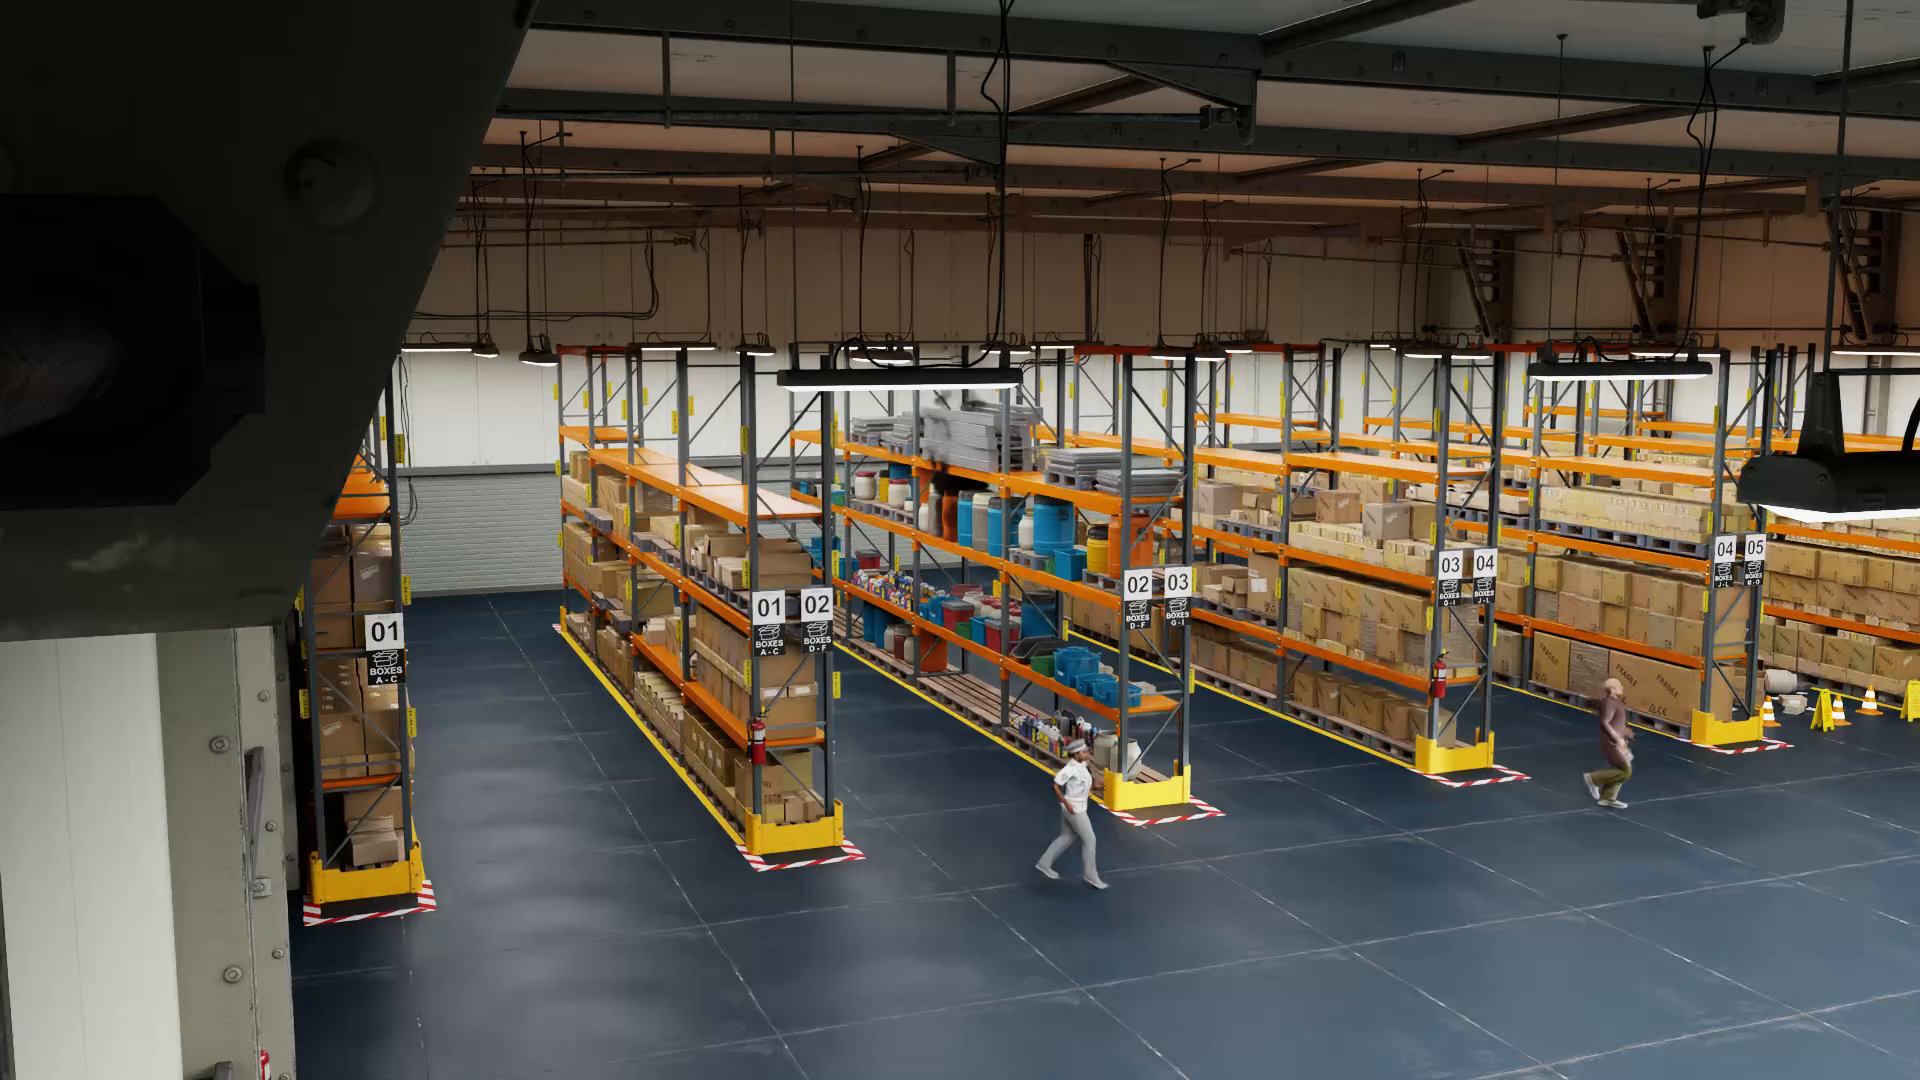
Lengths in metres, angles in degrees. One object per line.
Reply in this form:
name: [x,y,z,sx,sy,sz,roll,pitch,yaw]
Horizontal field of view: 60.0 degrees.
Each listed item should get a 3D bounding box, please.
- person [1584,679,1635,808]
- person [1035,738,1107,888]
person: [8.612,2.691,22.034,0.641,1.739,0.720,2,8,15]
person: [1.286,3.098,18.965,0.811,1.745,0.556,1,7,6]
